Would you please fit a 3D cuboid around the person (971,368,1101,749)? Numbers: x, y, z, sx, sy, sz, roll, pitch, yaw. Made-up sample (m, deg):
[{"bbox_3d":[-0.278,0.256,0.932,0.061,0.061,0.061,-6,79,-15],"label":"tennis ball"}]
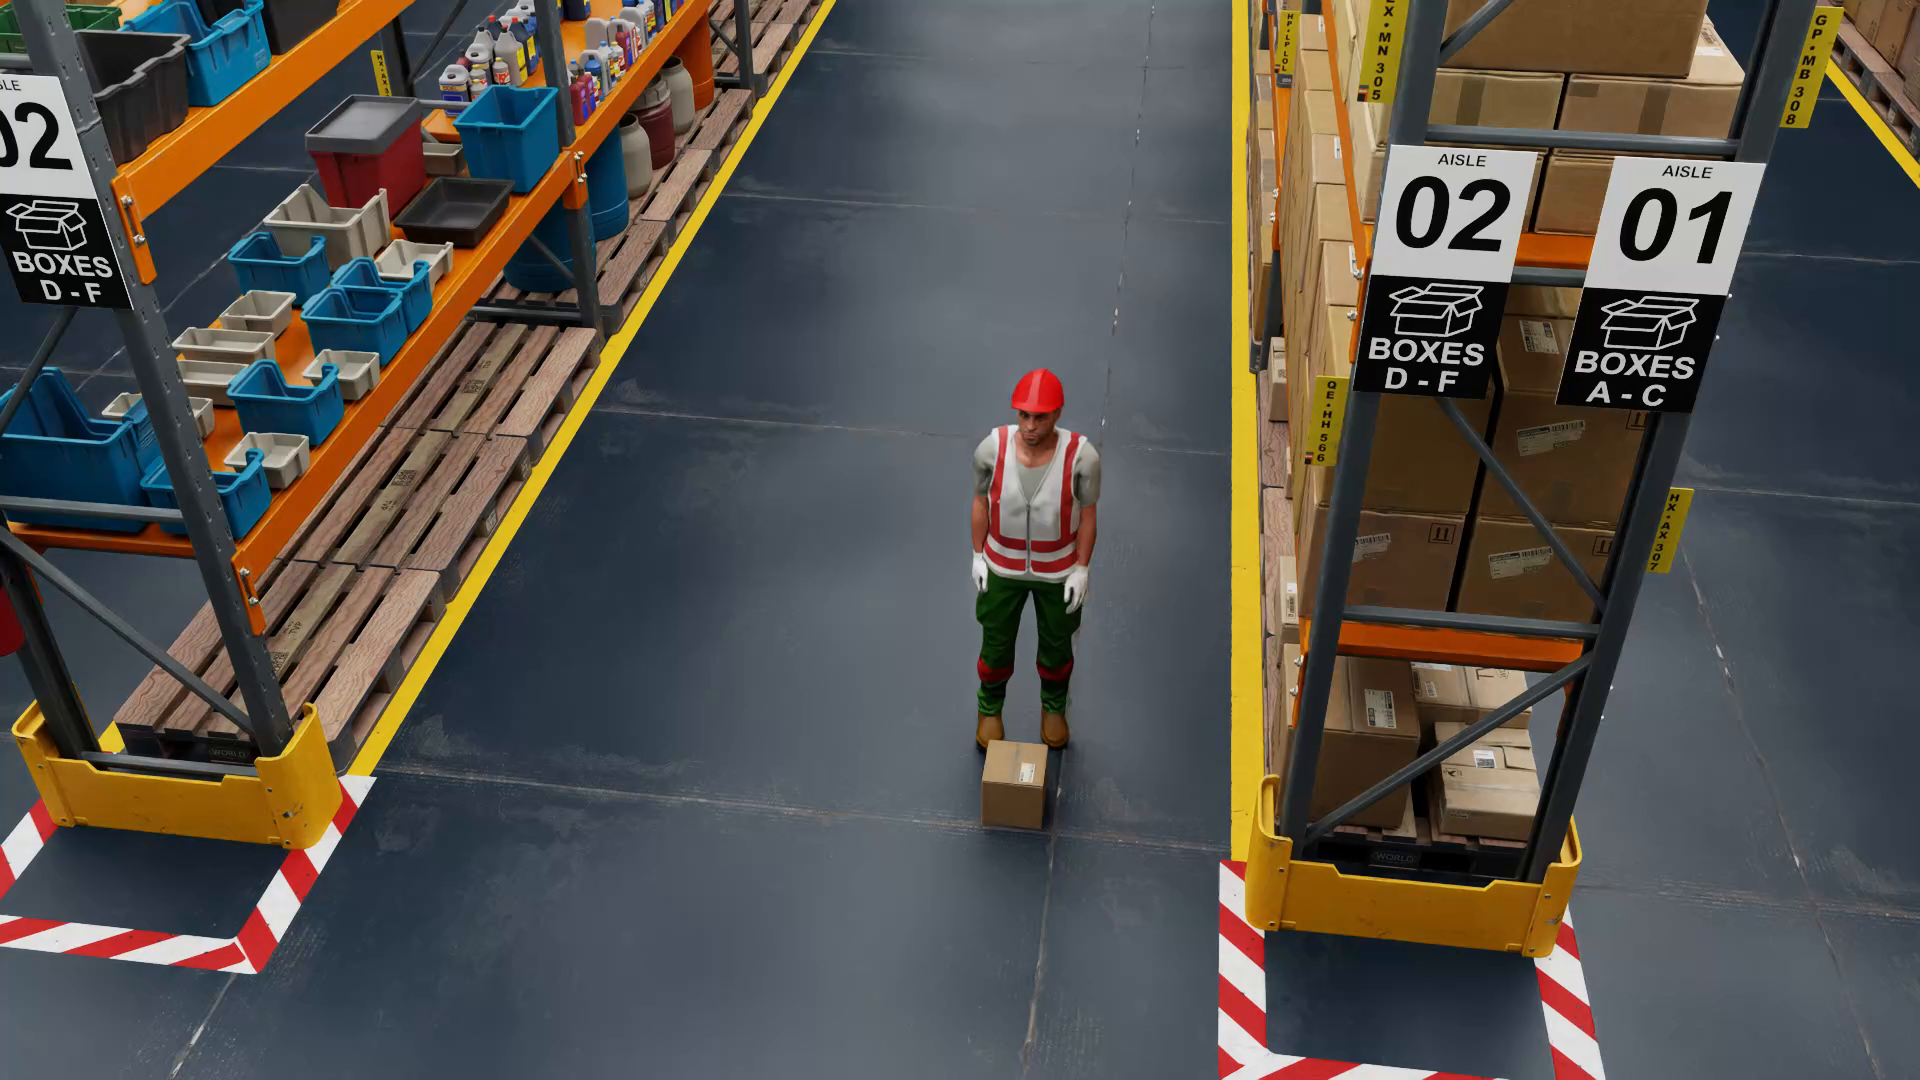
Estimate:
[{"bbox_3d":[0.296,0.112,6.847,0.522,1.793,0.374,5,36,7],"label":"person"}]
